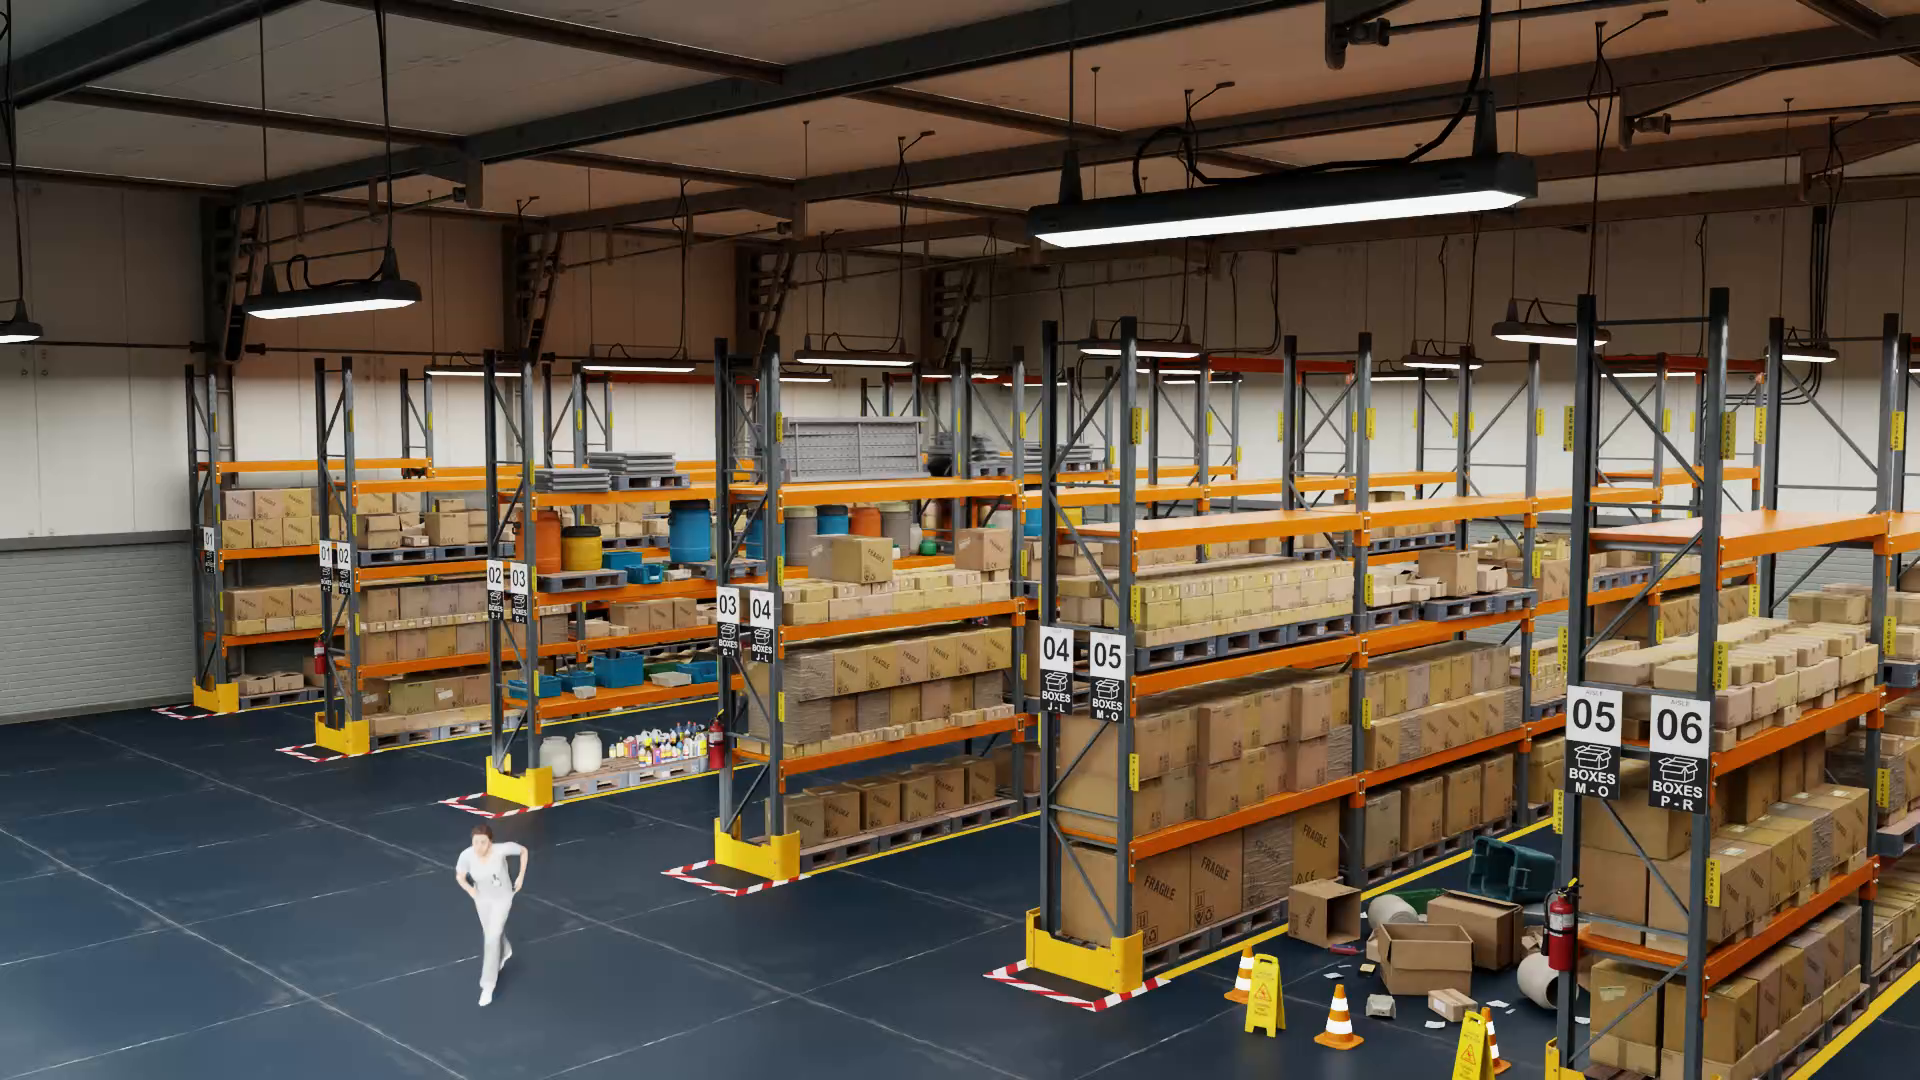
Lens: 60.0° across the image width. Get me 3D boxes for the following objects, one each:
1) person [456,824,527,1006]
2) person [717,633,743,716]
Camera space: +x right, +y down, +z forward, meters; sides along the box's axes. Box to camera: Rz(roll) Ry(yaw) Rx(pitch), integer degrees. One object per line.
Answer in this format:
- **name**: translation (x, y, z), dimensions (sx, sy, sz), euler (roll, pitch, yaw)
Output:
- **person**: translation (-4.158, 3.258, 14.897), dimensions (0.606, 1.625, 0.954), euler (0, 4, -3)
- **person**: translation (-3.878, 2.164, 27.988), dimensions (0.702, 1.731, 0.672), euler (3, 5, 32)
